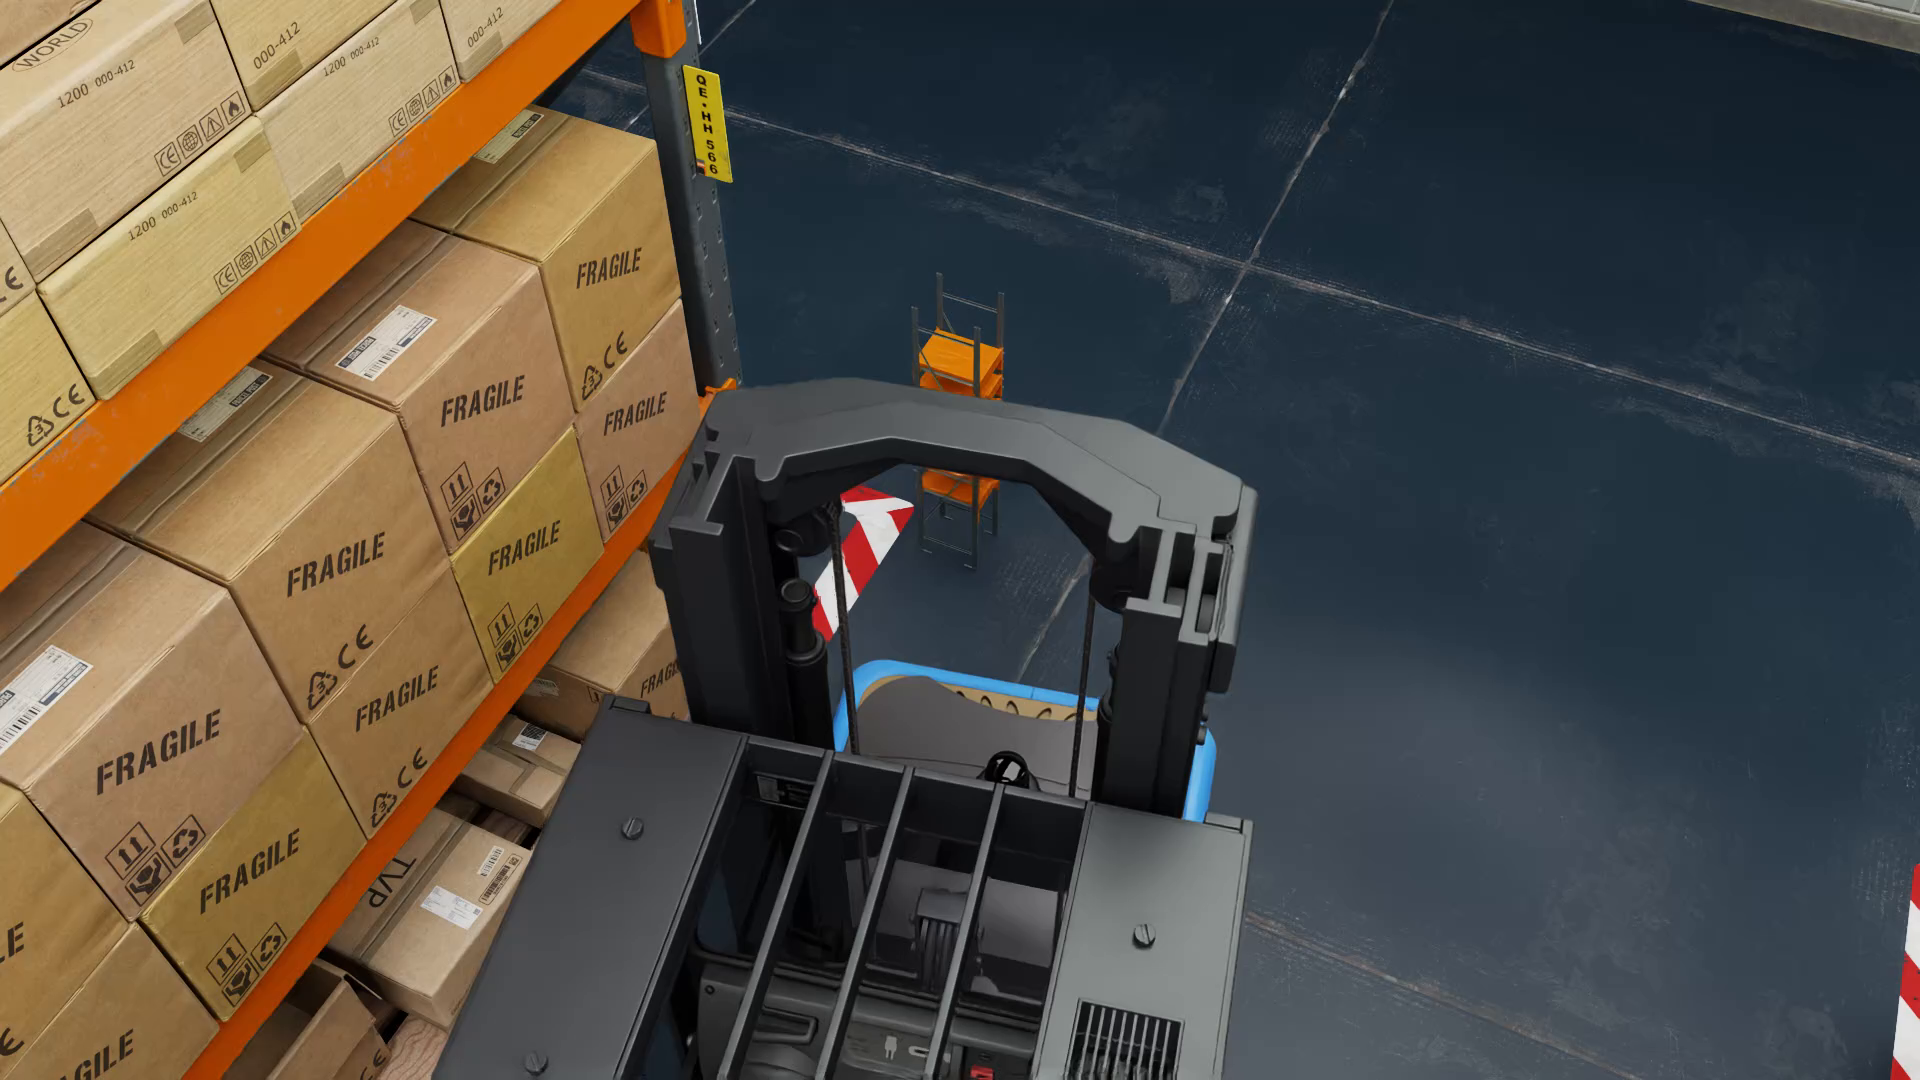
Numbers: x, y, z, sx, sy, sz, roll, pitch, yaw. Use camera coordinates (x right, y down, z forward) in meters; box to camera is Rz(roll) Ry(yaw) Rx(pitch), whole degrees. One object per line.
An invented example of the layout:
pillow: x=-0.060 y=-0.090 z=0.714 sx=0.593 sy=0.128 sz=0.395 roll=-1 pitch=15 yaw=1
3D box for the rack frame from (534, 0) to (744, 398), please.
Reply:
rack frame: x=-1.130 y=-0.764 z=4.931 sx=1.000 sy=3.000 sz=0.127 roll=20 pitch=52 yaw=16

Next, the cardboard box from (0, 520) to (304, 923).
cardboard box: x=-1.723 y=0.335 z=3.273 sx=0.500 sy=0.500 sz=0.500 roll=21 pitch=53 yaw=17

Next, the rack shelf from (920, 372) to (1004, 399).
rack shelf: x=-0.006 y=-0.506 z=5.636 sx=0.258 sy=0.103 sz=0.180 roll=20 pitch=52 yaw=16

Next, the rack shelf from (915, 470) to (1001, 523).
rack shelf: x=-0.006 y=-0.195 z=6.001 sx=0.258 sy=0.103 sz=0.180 roll=20 pitch=52 yaw=16

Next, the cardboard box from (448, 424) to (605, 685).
cardboard box: x=-1.293 y=-0.041 z=4.250 sx=0.500 sy=0.500 sz=0.500 roll=20 pitch=53 yaw=16

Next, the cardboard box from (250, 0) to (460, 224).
cardboard box: x=-1.334 y=-0.908 z=3.182 sx=0.500 sy=0.250 sz=0.500 roll=20 pitch=52 yaw=16

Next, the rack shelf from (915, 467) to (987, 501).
rack shelf: x=-0.006 y=-0.272 z=5.910 sx=0.258 sy=0.103 sz=0.180 roll=20 pitch=52 yaw=16

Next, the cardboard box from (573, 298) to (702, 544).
cardboard box: x=-1.075 y=-0.400 z=4.555 sx=0.500 sy=0.500 sz=0.500 roll=21 pitch=53 yaw=17

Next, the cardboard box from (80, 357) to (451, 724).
cardboard box: x=-1.504 y=-0.018 z=3.574 sx=0.500 sy=0.500 sz=0.500 roll=21 pitch=53 yaw=17

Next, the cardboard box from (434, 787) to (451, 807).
cardboard box: x=-1.832 y=0.611 z=5.278 sx=0.500 sy=0.250 sz=0.500 roll=20 pitch=52 yaw=16

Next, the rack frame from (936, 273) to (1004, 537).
rack frame: x=0.033 y=-0.442 z=5.838 sx=0.240 sy=1.200 sz=0.006 roll=20 pitch=52 yaw=16

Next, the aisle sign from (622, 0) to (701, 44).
aisle sign: x=-0.824 y=-1.554 z=3.896 sx=0.394 sy=0.787 sz=0.004 roll=20 pitch=52 yaw=16

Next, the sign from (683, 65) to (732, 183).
sign: x=-0.636 y=-1.048 z=4.204 sx=0.100 sy=0.325 sz=0.005 roll=20 pitch=52 yaw=16

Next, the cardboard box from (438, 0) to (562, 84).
cardboard box: x=-1.111 y=-1.248 z=3.472 sx=0.500 sy=0.250 sz=0.500 roll=20 pitch=52 yaw=16

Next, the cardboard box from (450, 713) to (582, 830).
cardboard box: x=-1.394 y=0.715 z=5.243 sx=0.380 sy=0.166 sz=0.250 roll=20 pitch=52 yaw=16

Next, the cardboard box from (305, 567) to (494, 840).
cardboard box: x=-1.512 y=0.300 z=3.959 sx=0.500 sy=0.500 sz=0.500 roll=20 pitch=53 yaw=16

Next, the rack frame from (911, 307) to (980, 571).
rack frame: x=-0.045 y=-0.316 z=5.731 sx=0.240 sy=1.200 sz=0.006 roll=20 pitch=52 yaw=16

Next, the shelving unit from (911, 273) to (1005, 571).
shelving unit: x=-0.006 y=-0.379 z=5.785 sx=0.258 sy=1.200 sz=0.189 roll=20 pitch=52 yaw=16

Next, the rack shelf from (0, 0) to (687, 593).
rack shelf: x=-1.984 y=-0.126 z=2.891 sx=1.077 sy=0.370 sz=4.000 roll=20 pitch=52 yaw=16

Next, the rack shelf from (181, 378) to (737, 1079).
rack shelf: x=-1.984 y=0.846 z=4.033 sx=1.077 sy=0.370 sz=4.000 roll=20 pitch=52 yaw=16

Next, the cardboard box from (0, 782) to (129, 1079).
cardboard box: x=-1.943 y=0.691 z=2.970 sx=0.500 sy=0.500 sz=0.500 roll=18 pitch=52 yaw=15

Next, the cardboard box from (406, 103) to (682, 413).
cardboard box: x=-1.071 y=-0.725 z=4.175 sx=0.500 sy=0.500 sz=0.500 roll=19 pitch=52 yaw=16

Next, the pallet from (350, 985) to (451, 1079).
pallet: x=-2.024 y=1.578 z=4.769 sx=1.003 sy=0.211 sz=1.213 roll=20 pitch=52 yaw=16

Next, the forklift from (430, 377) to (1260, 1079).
forklift: x=-0.133 y=1.240 z=3.270 sx=1.130 sy=2.935 sz=3.031 roll=10 pitch=50 yaw=8

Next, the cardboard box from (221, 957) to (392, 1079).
cardboard box: x=-2.041 y=1.361 z=4.473 sx=0.797 sy=0.503 sz=0.637 roll=20 pitch=52 yaw=16

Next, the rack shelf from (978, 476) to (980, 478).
rack shelf: x=-0.006 y=-0.350 z=5.818 sx=0.258 sy=0.103 sz=0.180 roll=20 pitch=52 yaw=16

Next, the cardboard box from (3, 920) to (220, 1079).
cardboard box: x=-1.943 y=0.998 z=3.366 sx=0.500 sy=0.500 sz=0.500 roll=20 pitch=52 yaw=16

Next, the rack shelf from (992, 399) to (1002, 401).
rack shelf: x=-0.006 y=-0.428 z=5.727 sx=0.258 sy=0.103 sz=0.180 roll=20 pitch=52 yaw=16

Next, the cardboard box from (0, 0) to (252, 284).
cardboard box: x=-1.549 y=-0.726 z=2.699 sx=0.500 sy=0.250 sz=0.500 roll=20 pitch=52 yaw=16

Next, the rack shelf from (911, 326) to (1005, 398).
rack shelf: x=-0.006 y=-0.583 z=5.544 sx=0.258 sy=0.103 sz=0.180 roll=20 pitch=52 yaw=16

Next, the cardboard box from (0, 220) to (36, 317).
cardboard box: x=-1.757 y=-0.379 z=2.404 sx=0.500 sy=0.250 sz=0.500 roll=20 pitch=52 yaw=16

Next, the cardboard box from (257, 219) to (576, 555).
cardboard box: x=-1.286 y=-0.377 z=3.879 sx=0.500 sy=0.500 sz=0.500 roll=21 pitch=53 yaw=17

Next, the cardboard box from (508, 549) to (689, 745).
cardboard box: x=-1.139 y=0.358 z=5.329 sx=0.500 sy=0.500 sz=0.500 roll=20 pitch=52 yaw=16

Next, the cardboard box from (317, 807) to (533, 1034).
cardboard box: x=-1.572 y=1.083 z=4.875 sx=0.500 sy=0.250 sz=0.500 roll=20 pitch=52 yaw=16

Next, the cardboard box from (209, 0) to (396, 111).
cardboard box: x=-1.332 y=-1.069 z=2.991 sx=0.500 sy=0.250 sz=0.500 roll=20 pitch=52 yaw=16

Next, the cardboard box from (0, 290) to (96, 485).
cardboard box: x=-1.764 y=-0.220 z=2.597 sx=0.500 sy=0.250 sz=0.500 roll=20 pitch=52 yaw=16

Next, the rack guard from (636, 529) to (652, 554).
rack guard: x=-1.162 y=0.098 z=5.838 sx=1.175 sy=0.500 sz=0.348 roll=20 pitch=52 yaw=16

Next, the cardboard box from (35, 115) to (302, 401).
cardboard box: x=-1.536 y=-0.559 z=2.885 sx=0.500 sy=0.250 sz=0.500 roll=20 pitch=52 yaw=16

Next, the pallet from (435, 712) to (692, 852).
pallet: x=-1.502 y=0.741 z=5.481 sx=1.003 sy=0.211 sz=1.213 roll=20 pitch=52 yaw=16

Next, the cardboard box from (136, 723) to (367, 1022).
cardboard box: x=-1.727 y=0.647 z=3.664 sx=0.500 sy=0.500 sz=0.500 roll=19 pitch=52 yaw=16
